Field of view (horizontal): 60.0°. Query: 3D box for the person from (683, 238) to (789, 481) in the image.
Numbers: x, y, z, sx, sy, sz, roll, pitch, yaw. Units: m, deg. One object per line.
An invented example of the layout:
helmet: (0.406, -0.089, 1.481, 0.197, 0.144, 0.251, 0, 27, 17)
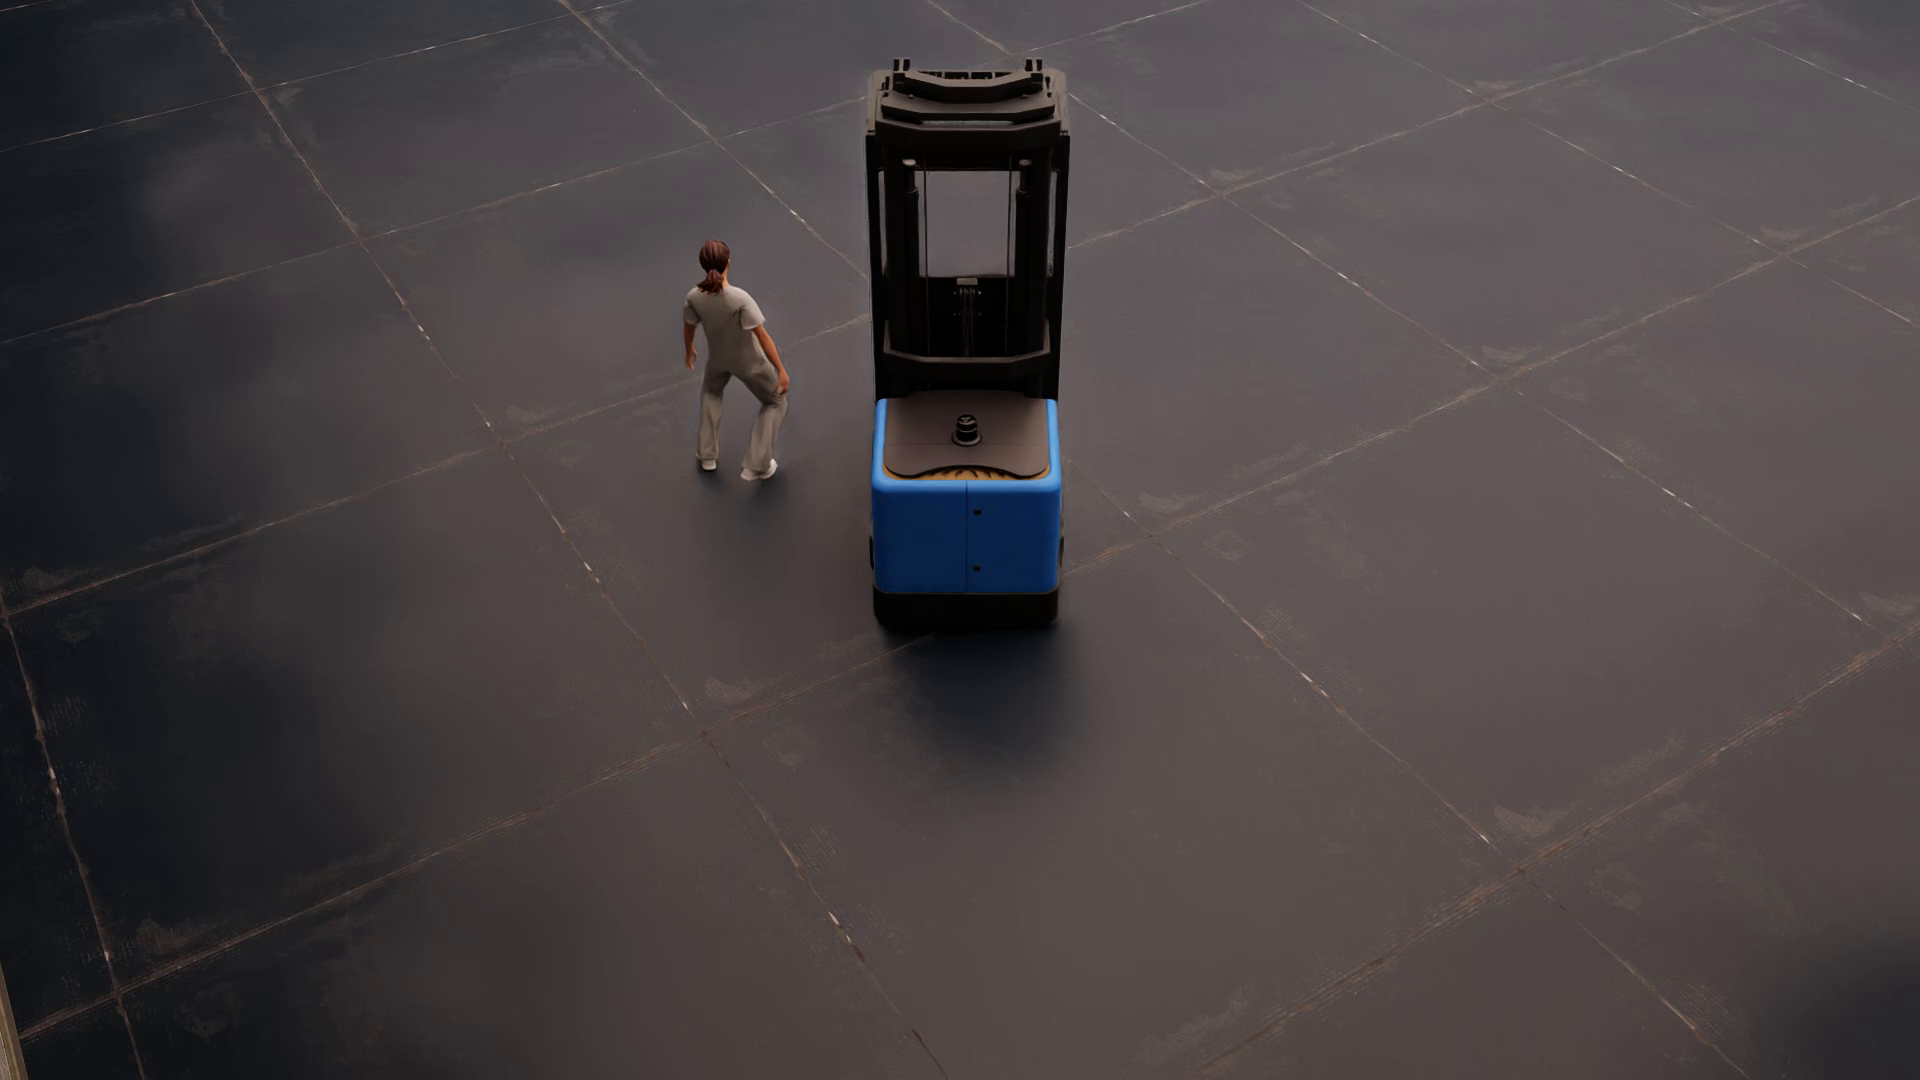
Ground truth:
person: (-1.374, -1.063, 10.118, 0.781, 1.591, 0.484, 16, 44, 18)

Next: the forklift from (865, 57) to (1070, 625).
forklift: (0.042, -1.564, 9.661, 1.130, 2.935, 3.031, 0, 41, 0)
